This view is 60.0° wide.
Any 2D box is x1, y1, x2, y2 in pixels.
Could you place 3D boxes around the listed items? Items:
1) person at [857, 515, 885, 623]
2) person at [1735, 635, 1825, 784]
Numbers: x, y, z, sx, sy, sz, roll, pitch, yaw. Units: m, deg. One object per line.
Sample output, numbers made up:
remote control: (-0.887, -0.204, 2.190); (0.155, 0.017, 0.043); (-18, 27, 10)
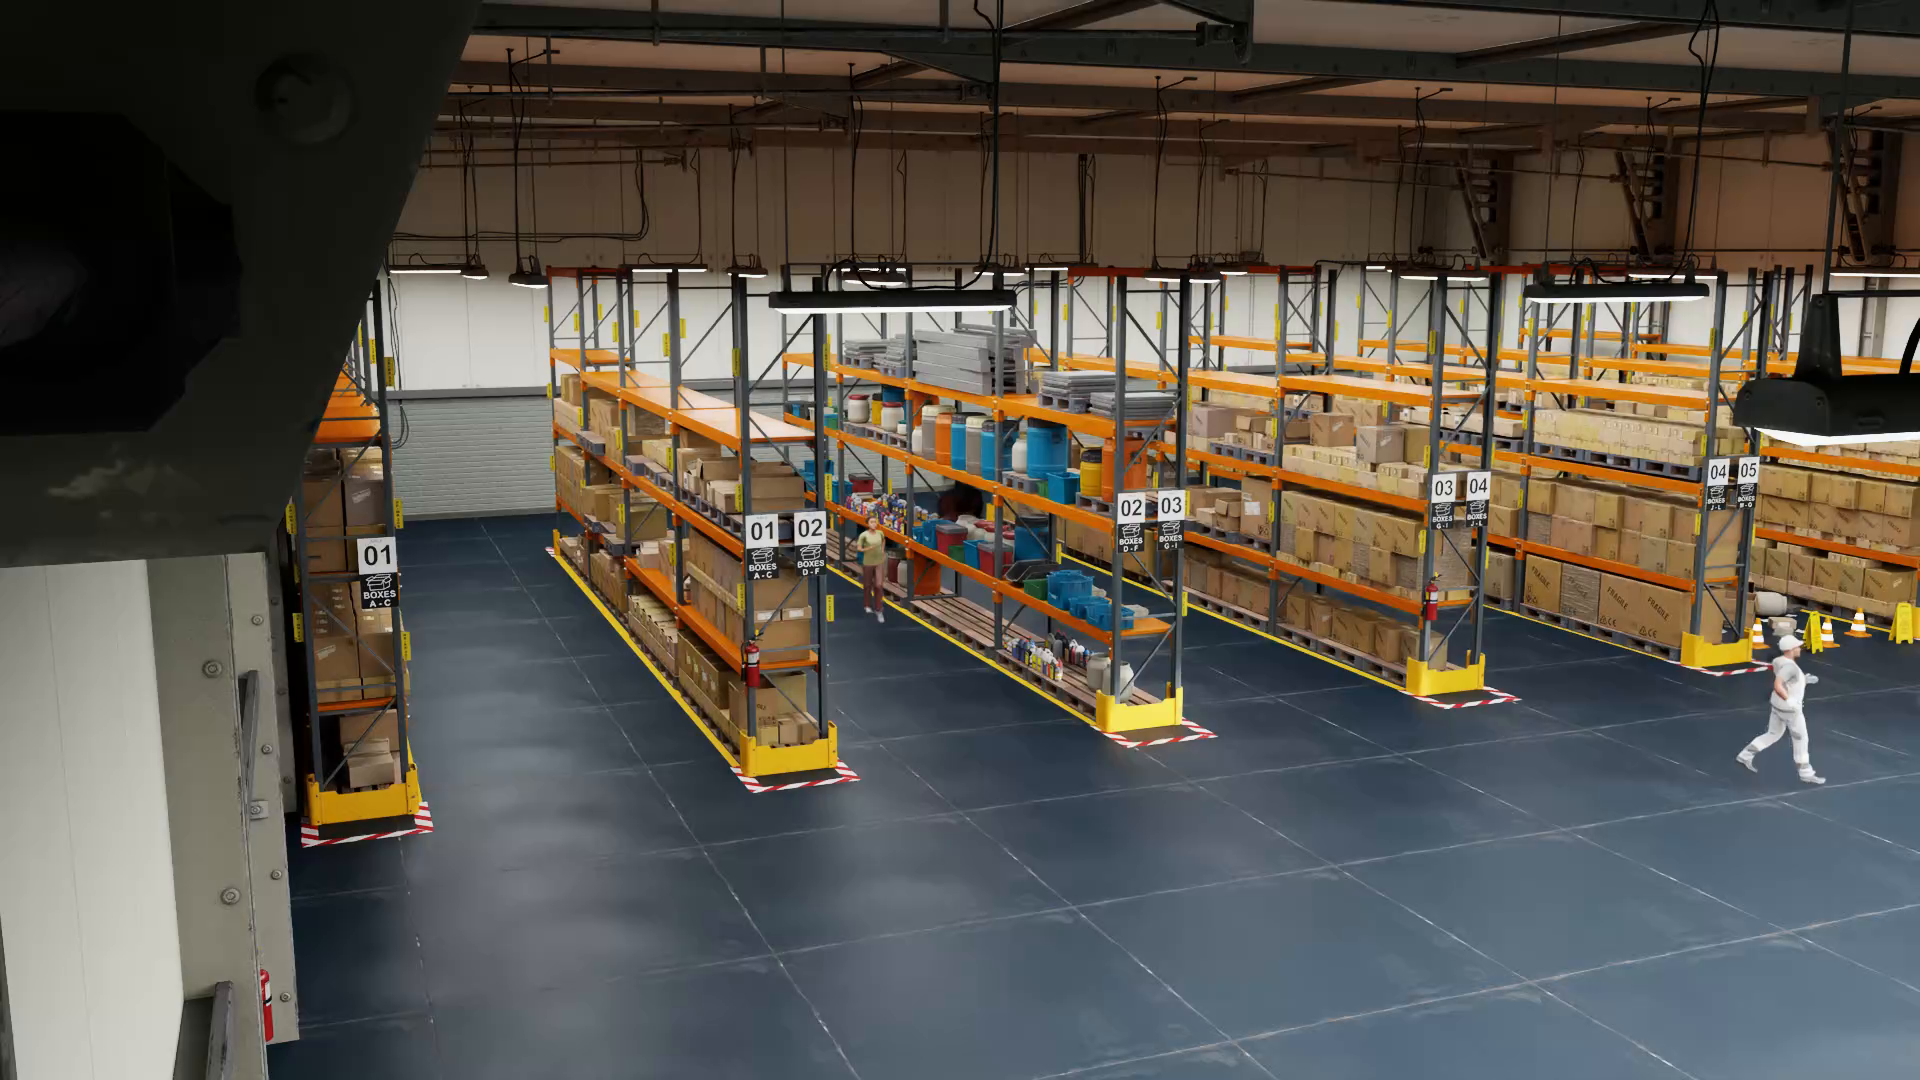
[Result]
person: (-1.447, 0.469, 27.580); (0.559, 1.747, 0.673); (-3, 10, -19)
person: (9.849, 2.004, 19.826); (1.002, 1.773, 0.662); (1, 10, 6)
